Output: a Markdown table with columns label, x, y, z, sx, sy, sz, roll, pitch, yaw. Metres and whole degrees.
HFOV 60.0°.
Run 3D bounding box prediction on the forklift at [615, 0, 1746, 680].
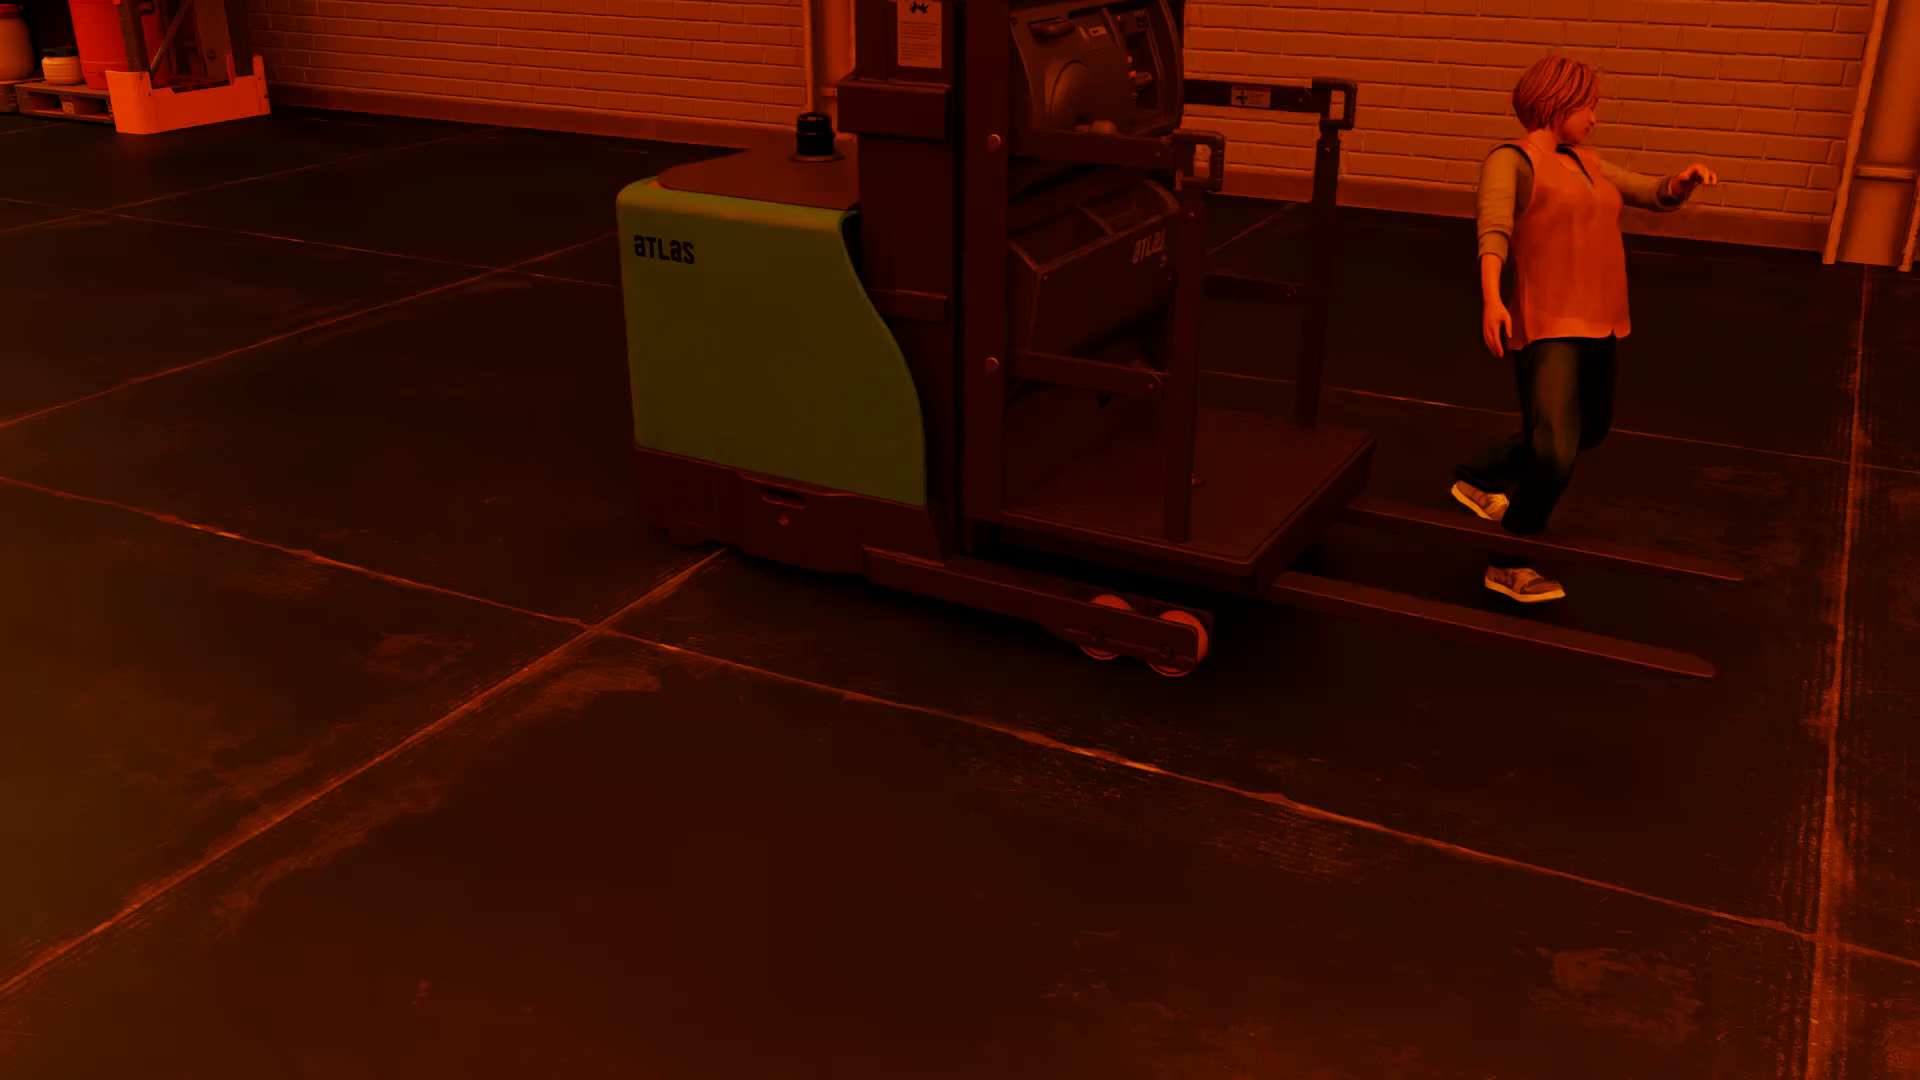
| label | x | y | z | sx | sy | sz | roll | pitch | yaw |
| --- | --- | --- | --- | --- | --- | --- | --- | --- | --- |
| forklift | 0.549 | -1.237 | 4.228 | 3.031 | 2.935 | 1.130 | 12 | 26 | 27 |

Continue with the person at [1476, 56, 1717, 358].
| label | x | y | z | sx | sy | sz | roll | pitch | yaw |
| --- | --- | --- | --- | --- | --- | --- | --- | --- | --- |
| person | 1.590 | -0.802 | 4.291 | 0.715 | 0.760 | 0.655 | -21 | 31 | -41 |
